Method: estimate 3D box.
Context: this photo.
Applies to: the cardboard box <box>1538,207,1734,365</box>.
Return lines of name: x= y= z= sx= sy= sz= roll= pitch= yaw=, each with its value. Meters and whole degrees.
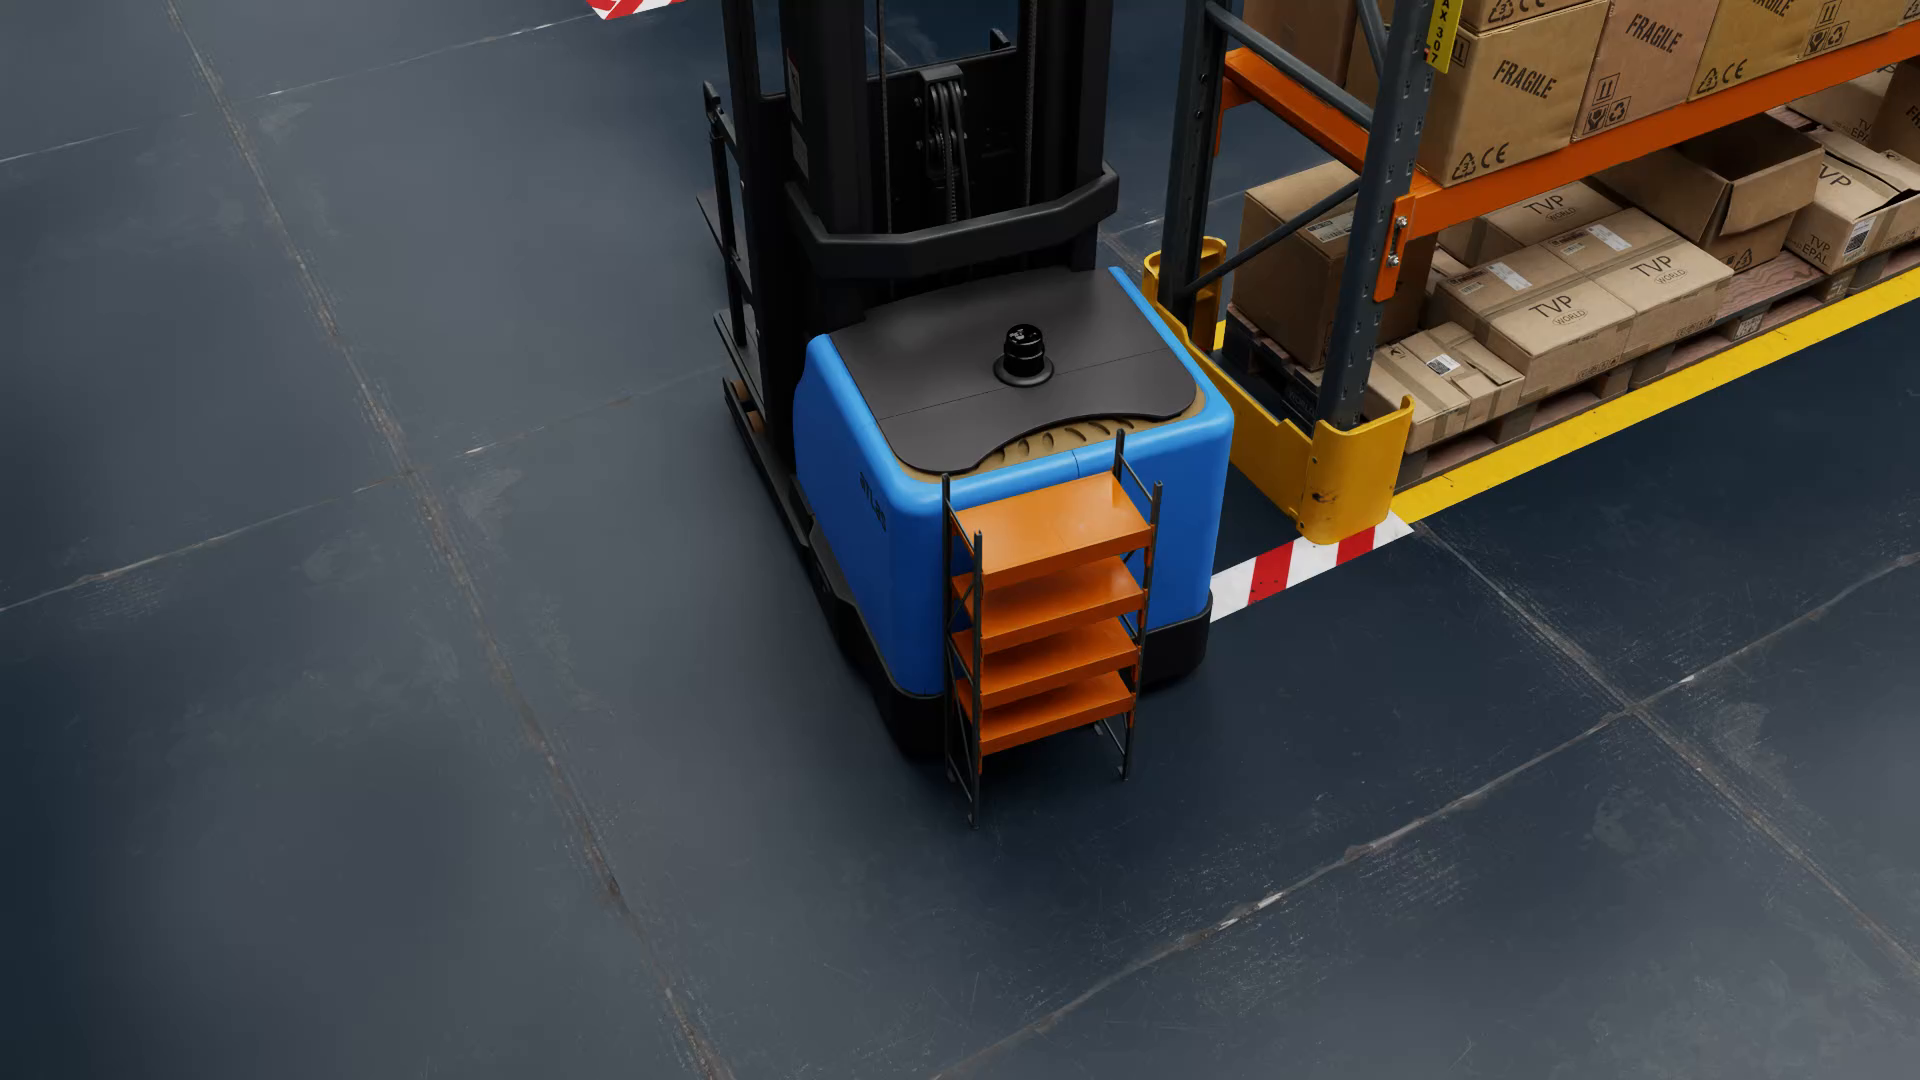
cardboard box: x=2.503 y=-0.963 z=6.247 sx=0.500 sy=0.250 sz=0.500 roll=-22 pitch=48 yaw=-21

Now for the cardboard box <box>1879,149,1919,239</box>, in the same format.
cardboard box: x=3.844 y=-1.415 z=6.785 sx=0.250 sy=0.149 sz=0.380 roll=-22 pitch=48 yaw=-21

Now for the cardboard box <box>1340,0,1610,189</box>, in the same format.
cardboard box: x=1.540 y=-1.458 z=5.027 sx=0.500 sy=0.500 sz=0.500 roll=-21 pitch=48 yaw=-20

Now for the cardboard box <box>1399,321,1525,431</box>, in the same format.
cardboard box: x=1.775 y=-0.593 z=5.926 sx=0.250 sy=0.166 sz=0.380 roll=-22 pitch=48 yaw=-21

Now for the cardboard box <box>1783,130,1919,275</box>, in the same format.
cardboard box: x=3.489 y=-1.379 z=6.632 sx=0.500 sy=0.311 sz=0.500 roll=-22 pitch=48 yaw=-21

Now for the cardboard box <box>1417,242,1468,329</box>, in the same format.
cardboard box: x=1.768 y=-0.992 z=6.337 sx=0.250 sy=0.166 sz=0.380 roll=-22 pitch=48 yaw=-21

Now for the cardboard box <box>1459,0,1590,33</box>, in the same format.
cardboard box: x=1.540 y=-1.817 z=4.679 sx=0.500 sy=0.500 sz=0.500 roll=-20 pitch=48 yaw=-20

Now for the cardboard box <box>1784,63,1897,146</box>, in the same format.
cardboard box: x=4.020 y=-1.993 z=7.265 sx=0.500 sy=0.311 sz=0.500 roll=-22 pitch=48 yaw=-21

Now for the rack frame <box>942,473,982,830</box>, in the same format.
rack frame: x=0.004 y=0.341 z=4.537 sx=0.015 sy=1.200 sz=0.240 roll=-15 pitch=46 yaw=-15

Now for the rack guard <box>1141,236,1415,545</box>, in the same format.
rack guard: x=1.089 y=-0.557 z=5.965 sx=0.348 sy=0.500 sz=1.175 roll=-22 pitch=48 yaw=-21

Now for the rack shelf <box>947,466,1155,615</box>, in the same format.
rack shelf: x=0.232 y=-0.004 z=4.328 sx=0.480 sy=0.148 sz=0.258 roll=-15 pitch=46 yaw=-15

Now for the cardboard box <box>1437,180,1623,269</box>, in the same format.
cardboard box: x=2.211 y=-1.248 z=6.540 sx=0.500 sy=0.250 sz=0.500 roll=-22 pitch=48 yaw=-21

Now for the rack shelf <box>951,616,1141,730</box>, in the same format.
rack shelf: x=0.232 y=0.327 z=4.648 sx=0.480 sy=0.148 sz=0.258 roll=-15 pitch=46 yaw=-15

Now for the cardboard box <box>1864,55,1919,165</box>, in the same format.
cardboard box: x=4.139 y=-1.707 z=6.834 sx=0.500 sy=0.500 sz=0.500 roll=-22 pitch=48 yaw=-21

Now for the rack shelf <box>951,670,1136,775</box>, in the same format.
rack shelf: x=0.232 y=0.469 z=4.787 sx=0.480 sy=0.148 sz=0.258 roll=-15 pitch=46 yaw=-15

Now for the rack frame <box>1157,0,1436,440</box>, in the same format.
rack frame: x=1.024 y=-1.428 z=5.067 sx=0.127 sy=3.000 sz=1.000 roll=-22 pitch=48 yaw=-21

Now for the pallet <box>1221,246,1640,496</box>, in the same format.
pallet: x=1.780 y=-0.730 z=6.351 sx=1.213 sy=0.211 sz=1.003 roll=-22 pitch=48 yaw=-21

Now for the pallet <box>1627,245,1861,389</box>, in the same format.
pallet: x=2.837 y=-1.151 z=6.784 sx=1.213 sy=0.211 sz=1.003 roll=-22 pitch=48 yaw=-21

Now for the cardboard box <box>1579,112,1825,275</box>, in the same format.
cardboard box: x=2.865 y=-1.422 z=6.539 sx=0.637 sy=0.503 sz=0.797 roll=-22 pitch=48 yaw=-21

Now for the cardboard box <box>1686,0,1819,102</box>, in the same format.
cardboard box: x=2.421 y=-1.813 z=5.392 sx=0.500 sy=0.500 sz=0.500 roll=-22 pitch=48 yaw=-21

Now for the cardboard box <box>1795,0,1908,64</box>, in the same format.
cardboard box: x=2.855 y=-1.985 z=5.570 sx=0.500 sy=0.500 sz=0.500 roll=-21 pitch=48 yaw=-20

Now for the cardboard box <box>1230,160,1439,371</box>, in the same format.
cardboard box: x=1.372 y=-1.026 z=6.132 sx=0.500 sy=0.500 sz=0.500 roll=-22 pitch=48 yaw=-21

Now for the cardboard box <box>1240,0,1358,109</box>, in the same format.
cardboard box: x=1.276 y=-1.783 z=5.362 sx=0.500 sy=0.500 sz=0.500 roll=-20 pitch=48 yaw=-20

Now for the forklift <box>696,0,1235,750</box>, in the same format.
forklift: x=-0.230 y=-1.461 z=5.150 sx=1.130 sy=2.935 sz=3.031 roll=-15 pitch=46 yaw=-15

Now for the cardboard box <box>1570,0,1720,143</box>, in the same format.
cardboard box: x=1.984 y=-1.640 z=5.215 sx=0.500 sy=0.500 sz=0.500 roll=-22 pitch=48 yaw=-21

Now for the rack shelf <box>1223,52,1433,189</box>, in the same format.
rack shelf: x=2.758 y=-1.933 z=5.965 sx=3.809 sy=0.124 sz=0.919 roll=-22 pitch=48 yaw=-21

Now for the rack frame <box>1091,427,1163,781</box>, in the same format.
rack frame: x=0.459 y=0.216 z=4.666 sx=0.015 sy=1.200 sz=0.240 roll=-15 pitch=46 yaw=-15

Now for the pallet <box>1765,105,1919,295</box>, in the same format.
pallet: x=3.896 y=-1.577 z=7.223 sx=1.213 sy=0.211 sz=1.003 roll=-22 pitch=48 yaw=-21

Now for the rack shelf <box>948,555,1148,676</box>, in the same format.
rack shelf: x=0.232 y=0.166 z=4.493 sx=0.480 sy=0.148 sz=0.258 roll=-15 pitch=46 yaw=-15

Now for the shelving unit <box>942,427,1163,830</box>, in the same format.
shelving unit: x=0.232 y=0.278 z=4.602 sx=0.503 sy=1.200 sz=0.258 roll=-15 pitch=46 yaw=-15

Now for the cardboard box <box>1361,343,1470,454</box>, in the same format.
cardboard box: x=1.558 y=-0.500 z=5.843 sx=0.250 sy=0.149 sz=0.380 roll=-22 pitch=48 yaw=-21

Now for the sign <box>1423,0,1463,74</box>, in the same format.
sign: x=1.294 y=-1.411 z=4.428 sx=0.005 sy=0.325 sz=0.100 roll=-22 pitch=48 yaw=-21

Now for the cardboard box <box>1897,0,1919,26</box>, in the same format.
cardboard box: x=3.296 y=-2.164 z=5.754 sx=0.500 sy=0.500 sz=0.500 roll=-21 pitch=48 yaw=-20
